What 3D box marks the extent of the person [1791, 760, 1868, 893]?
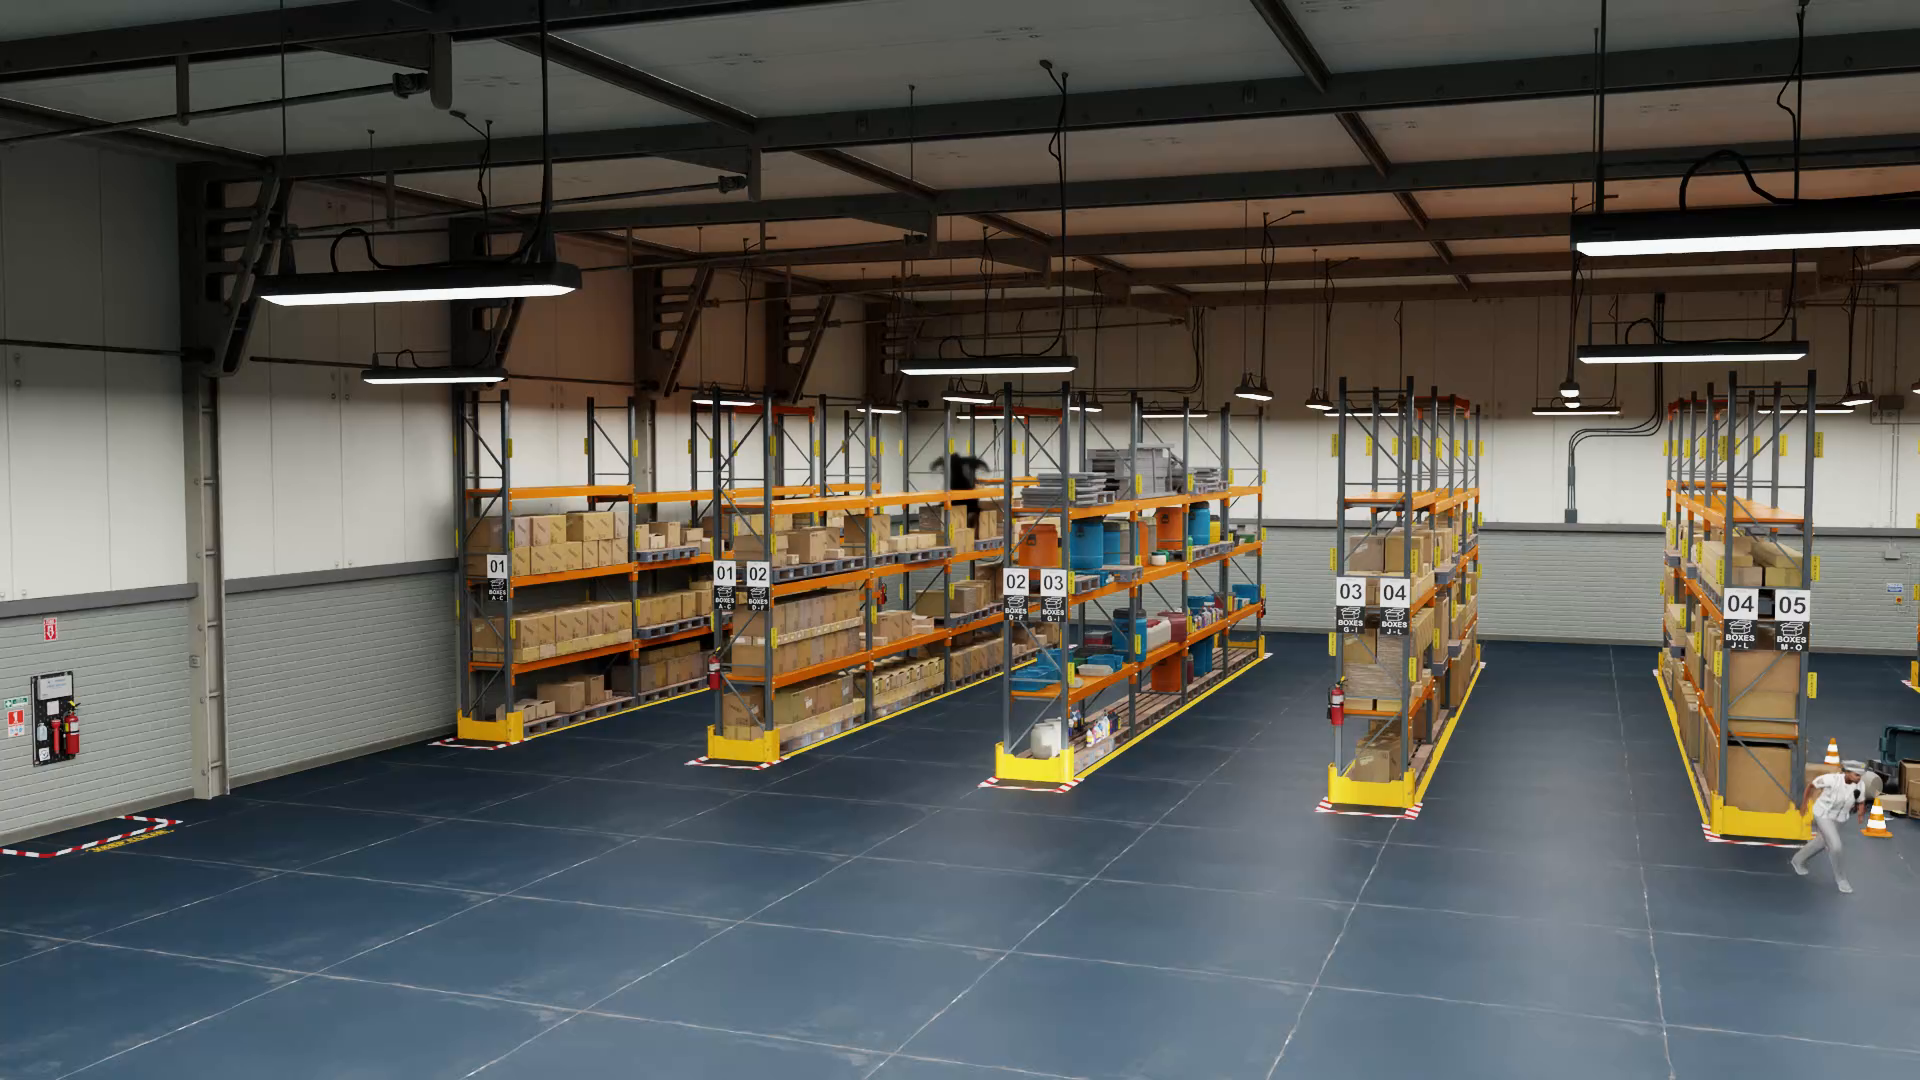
[{"bbox_3d":[9.924,3.192,19.030,0.600,1.491,1.030,0,3,-7],"label":"person"}]
